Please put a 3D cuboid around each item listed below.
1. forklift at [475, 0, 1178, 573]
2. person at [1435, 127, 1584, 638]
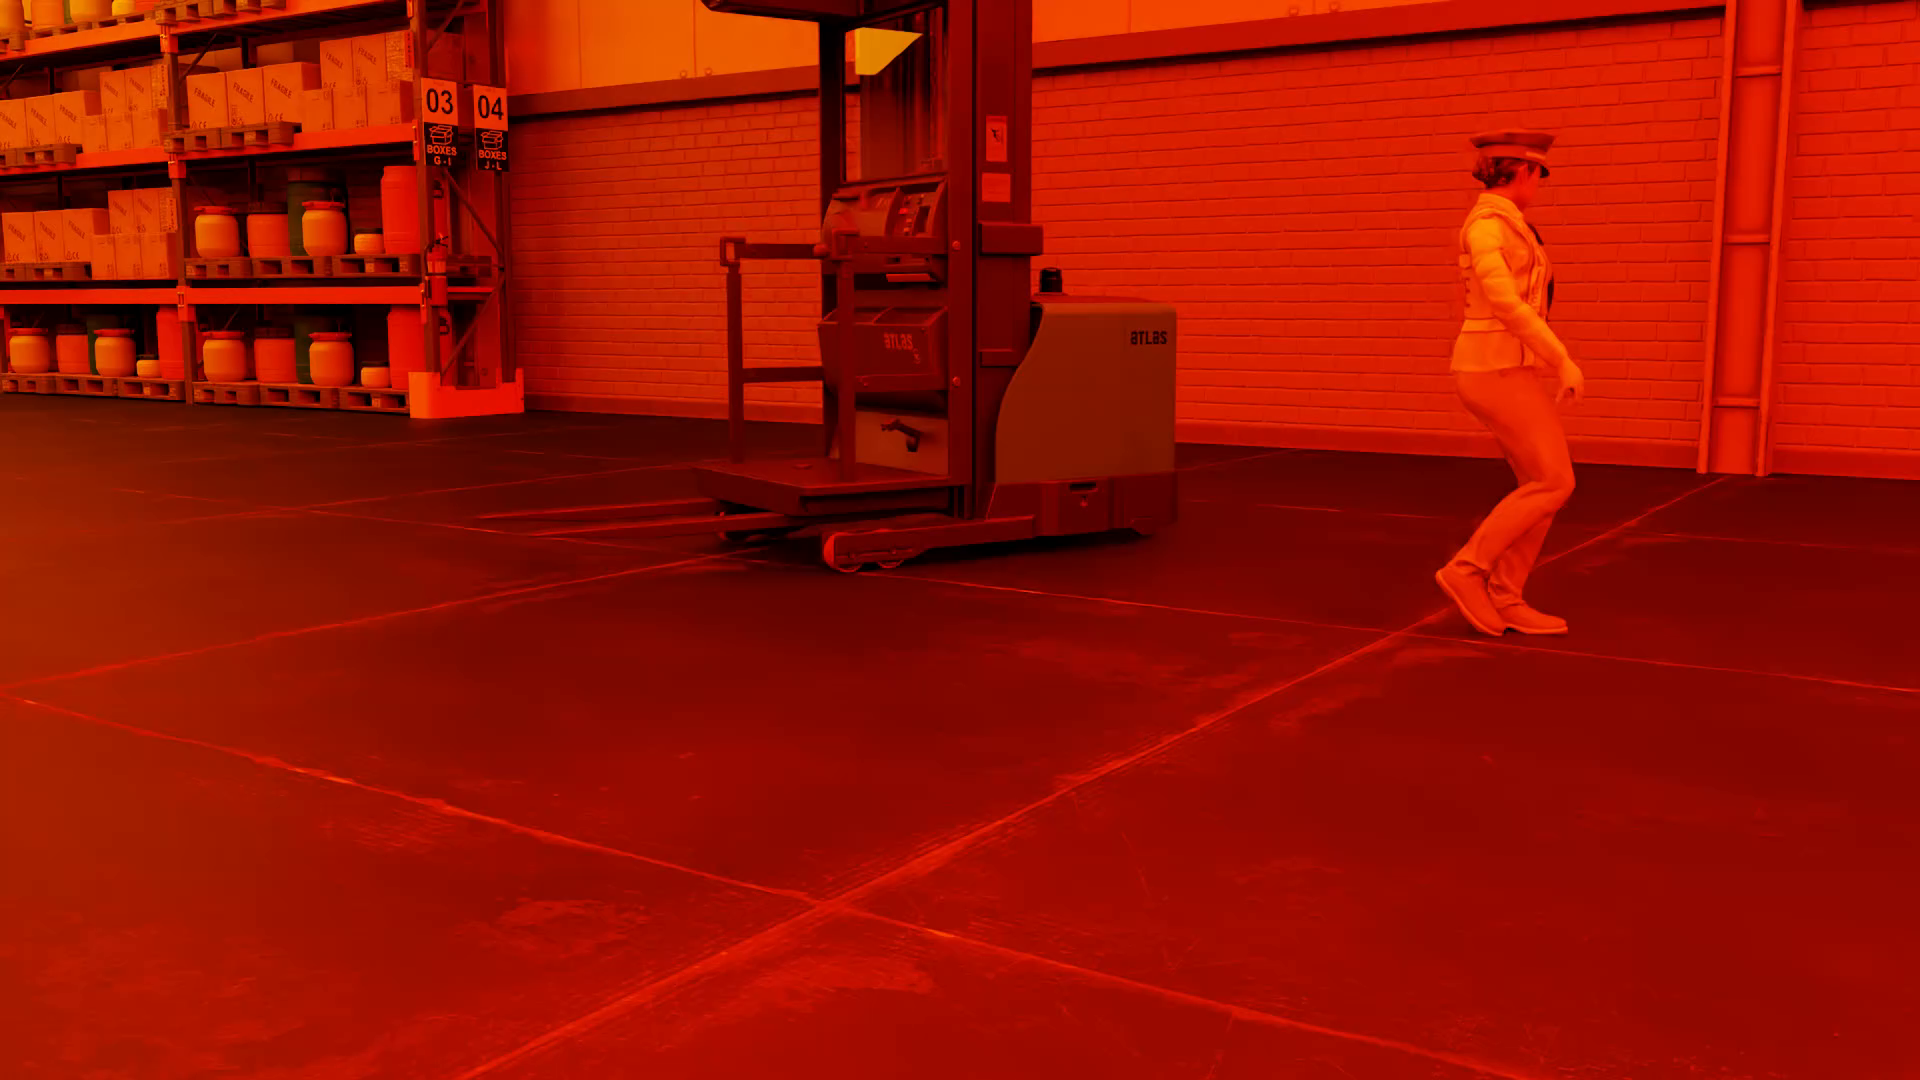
[{"bbox_3d":[-0.507,-1.403,7.061,3.031,2.935,1.130,-5,10,-33],"label":"forklift"},{"bbox_3d":[1.829,-0.511,5.434,0.433,1.635,0.707,4,9,25],"label":"person"}]
